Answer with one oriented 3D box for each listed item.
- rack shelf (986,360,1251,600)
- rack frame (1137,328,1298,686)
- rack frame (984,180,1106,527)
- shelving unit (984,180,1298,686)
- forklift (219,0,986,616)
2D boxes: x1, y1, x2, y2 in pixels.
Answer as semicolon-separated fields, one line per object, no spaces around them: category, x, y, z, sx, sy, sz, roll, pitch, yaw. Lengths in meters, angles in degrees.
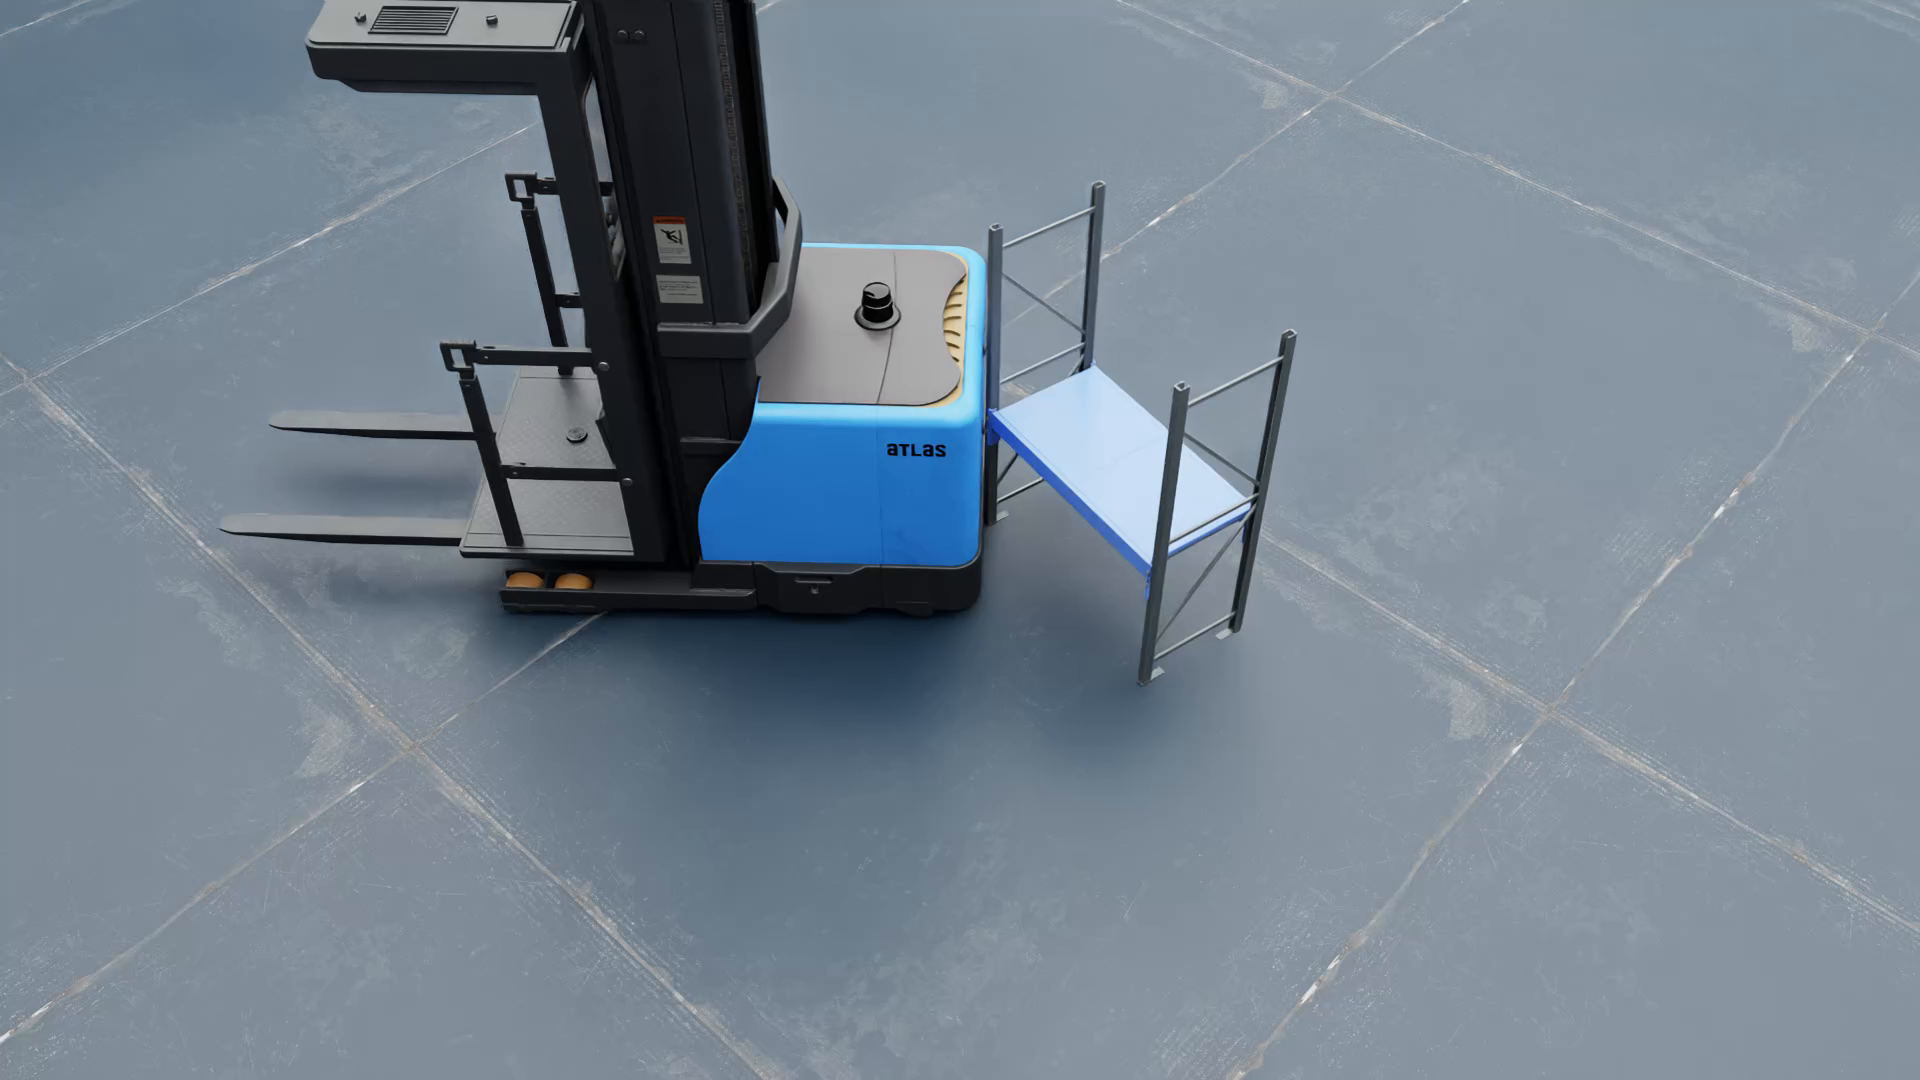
rack shelf;0.602;-0.251;6.312;0.538;0.185;1.000;-27;52;-23
rack frame;0.890;-0.069;5.894;0.500;1.500;0.032;-27;52;-23
rack frame;0.314;-0.680;6.468;0.500;1.500;0.032;-27;52;-23
shelving unit;0.602;-0.374;6.181;0.538;1.500;1.048;-27;52;-23
forklift;-1.417;-1.098;5.879;3.031;2.935;1.130;1;47;1
